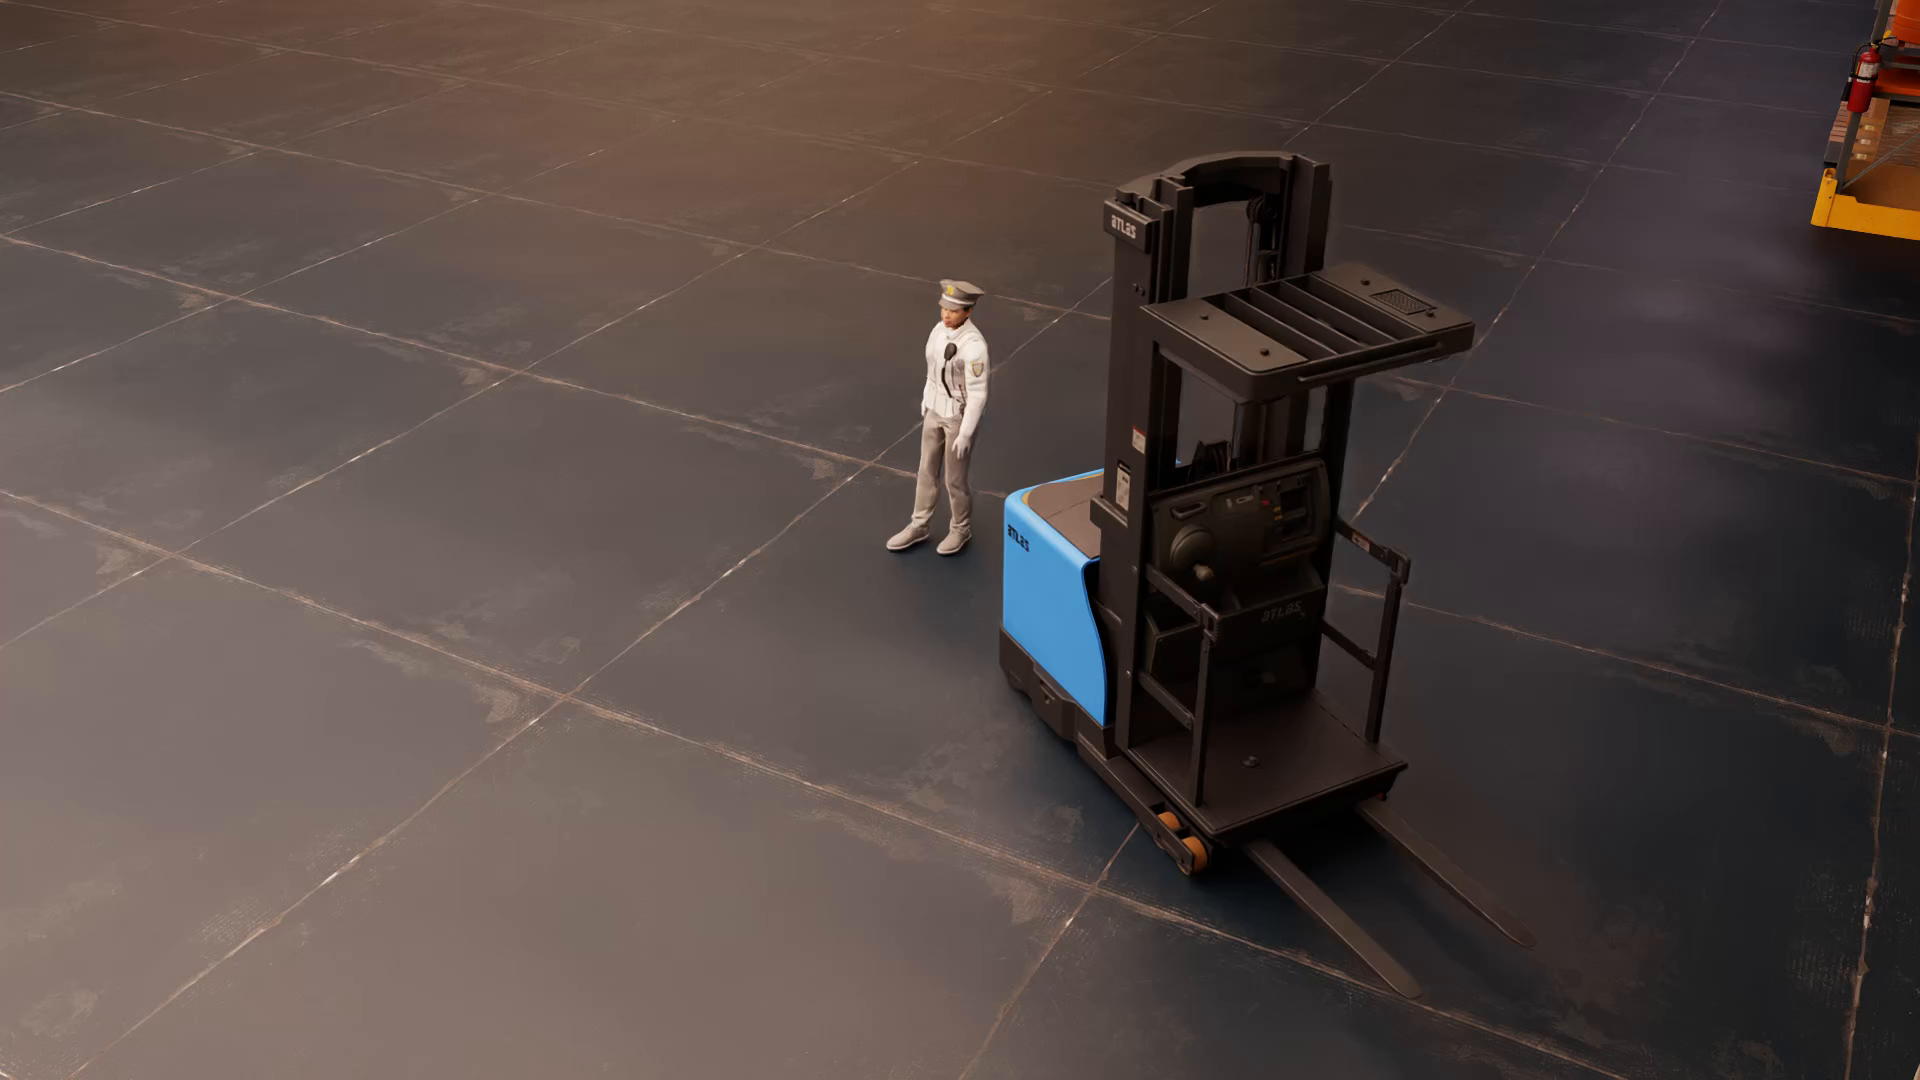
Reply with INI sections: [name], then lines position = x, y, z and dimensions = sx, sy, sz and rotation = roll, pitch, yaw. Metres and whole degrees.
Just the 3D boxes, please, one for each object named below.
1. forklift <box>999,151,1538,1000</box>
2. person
[forklift]
position = 1.339, -0.037, 7.134
dimensions = 1.130, 2.935, 3.031
rotation = -15, 33, -24
[person]
position = -0.127, -0.679, 9.500
dimensions = 0.556, 1.681, 0.614
rotation = -17, 34, -26
